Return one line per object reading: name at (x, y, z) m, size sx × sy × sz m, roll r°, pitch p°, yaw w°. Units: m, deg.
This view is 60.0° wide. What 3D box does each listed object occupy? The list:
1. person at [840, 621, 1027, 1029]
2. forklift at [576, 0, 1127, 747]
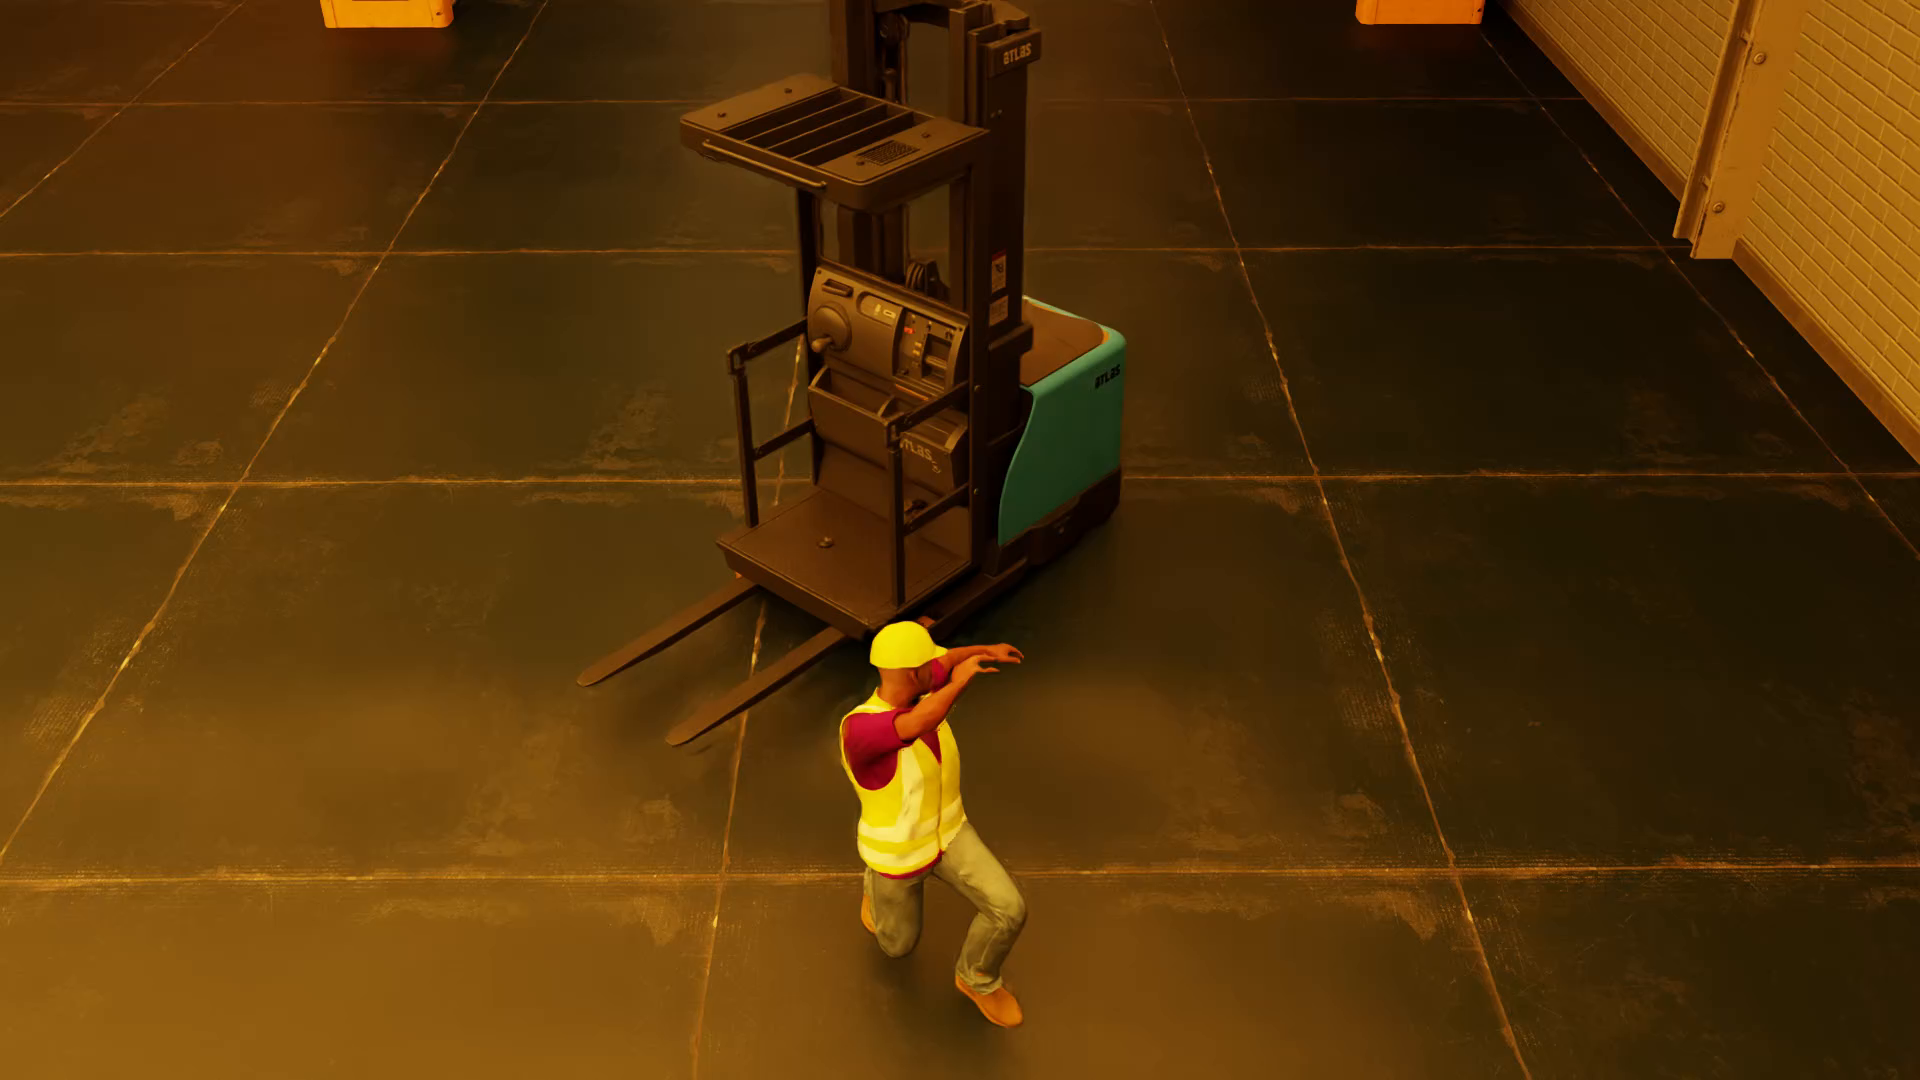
person at (0.091, 0.930, 6.164) m, size 1.050 × 1.475 × 0.921 m, roll -26°, pitch 42°, yaw -33°
forklift at (-0.484, -0.913, 7.528) m, size 1.130 × 2.935 × 3.031 m, roll 26°, pitch 43°, yaw 33°
